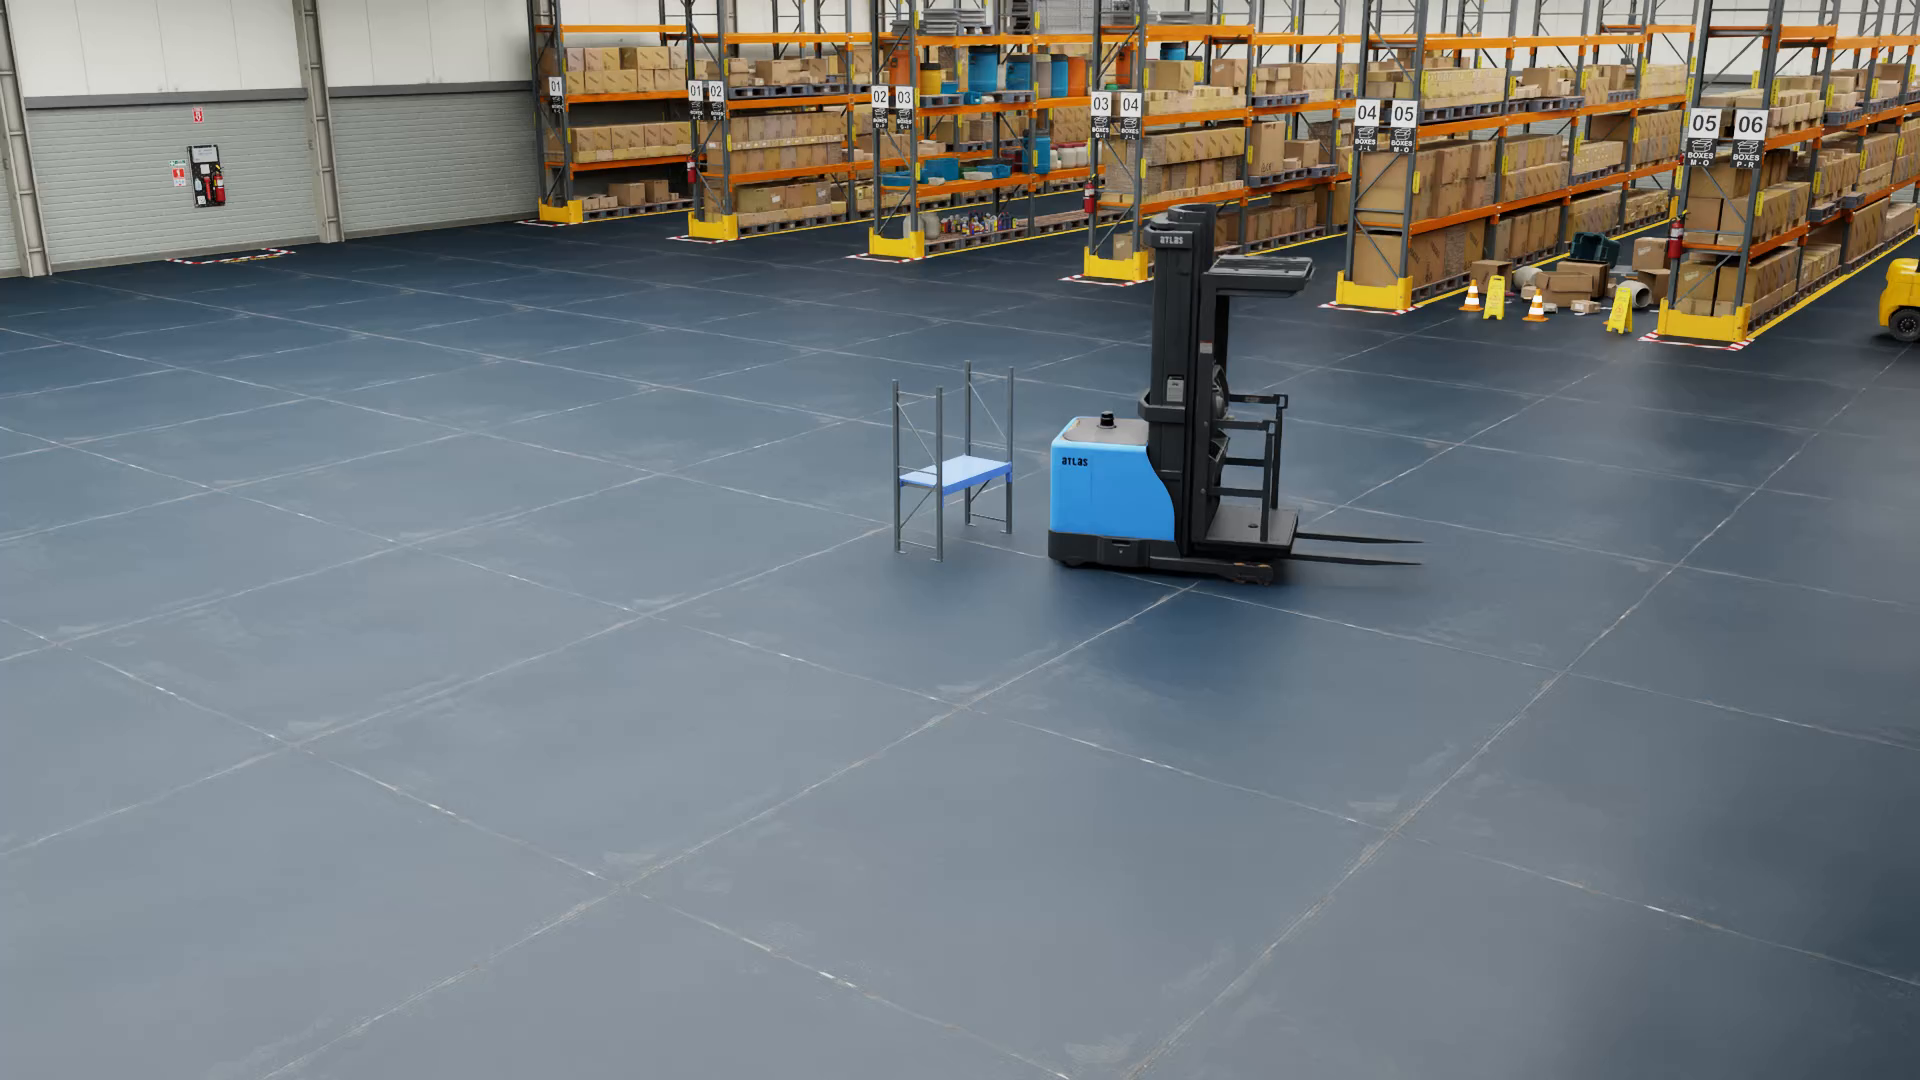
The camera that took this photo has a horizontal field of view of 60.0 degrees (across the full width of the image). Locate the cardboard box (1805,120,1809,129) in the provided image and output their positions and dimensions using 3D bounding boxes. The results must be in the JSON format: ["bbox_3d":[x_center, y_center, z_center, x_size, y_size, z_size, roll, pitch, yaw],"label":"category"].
[{"bbox_3d":[12.777,-6.392,25.487,0.380,0.149,0.250,13,21,35],"label":"cardboard box"}]

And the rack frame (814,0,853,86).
[{"bbox_3d":[-2.838,-11.686,37.053,1.000,3.000,0.127,12,21,35],"label":"rack frame"}]

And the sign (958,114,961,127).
[{"bbox_3d":[-0.007,-10.229,40.525,0.100,0.325,0.005,12,21,35],"label":"sign"}]

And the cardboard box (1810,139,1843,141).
[{"bbox_3d":[15.855,-7.089,30.512,0.500,0.500,0.500,13,21,36],"label":"cardboard box"}]

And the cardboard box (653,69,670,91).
[{"bbox_3d":[-7.232,-10.903,39.387,0.500,0.500,0.500,10,20,30],"label":"cardboard box"}]

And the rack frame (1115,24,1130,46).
[{"bbox_3d":[4.312,-14.544,46.256,1.000,3.000,0.127,12,21,35],"label":"rack frame"}]

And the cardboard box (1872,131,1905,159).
[{"bbox_3d":[18.320,-7.819,32.863,0.500,0.500,0.500,13,21,35],"label":"cardboard box"}]

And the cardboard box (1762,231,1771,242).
[{"bbox_3d":[11.610,-4.454,24.303,0.380,0.149,0.250,13,21,36],"label":"cardboard box"}]

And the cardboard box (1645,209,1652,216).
[{"bbox_3d":[15.327,-7.382,37.410,0.380,0.149,0.250,13,21,36],"label":"cardboard box"}]

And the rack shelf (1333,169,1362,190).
[{"bbox_3d":[8.691,-8.155,37.011,1.077,0.370,4.000,12,21,35],"label":"rack shelf"}]

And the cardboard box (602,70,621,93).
[{"bbox_3d":[-8.147,-10.514,38.134,0.500,0.500,0.500,14,22,37],"label":"cardboard box"}]

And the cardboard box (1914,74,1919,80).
[{"bbox_3d":[20.029,-9.662,34.971,0.500,0.250,0.500,10,20,30],"label":"cardboard box"}]

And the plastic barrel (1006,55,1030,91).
[{"bbox_3d":[1.267,-9.776,35.115,0.600,0.901,0.708,12,21,35],"label":"plastic barrel"}]

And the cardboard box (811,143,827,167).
[{"bbox_3d":[-3.406,-8.635,37.175,0.700,0.500,0.500,12,21,34],"label":"cardboard box"}]

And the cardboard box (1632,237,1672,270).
[{"bbox_3d":[11.627,-4.793,27.912,0.500,0.500,0.500,12,21,35],"label":"cardboard box"}]

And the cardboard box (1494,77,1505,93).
[{"bbox_3d":[8.952,-7.757,28.335,0.500,0.250,0.500,12,21,34],"label":"cardboard box"}]

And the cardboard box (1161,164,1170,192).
[{"bbox_3d":[3.284,-6.573,30.034,0.875,0.500,0.500,12,21,35],"label":"cardboard box"}]

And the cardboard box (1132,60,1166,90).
[{"bbox_3d":[3.453,-8.391,29.989,0.500,0.500,0.500,12,21,35],"label":"cardboard box"}]

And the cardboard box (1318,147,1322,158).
[{"bbox_3d":[7.594,-8.231,35.875,0.500,0.500,0.500,13,22,36],"label":"cardboard box"}]

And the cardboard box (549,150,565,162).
[{"bbox_3d":[-9.079,-8.826,38.178,0.500,0.250,0.500,13,21,35],"label":"cardboard box"}]

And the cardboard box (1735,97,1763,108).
[{"bbox_3d":[11.067,-6.107,23.226,0.380,0.149,0.250,12,21,34],"label":"cardboard box"}]

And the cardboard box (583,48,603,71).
[{"bbox_3d":[-8.438,-10.869,37.593,0.500,0.500,0.500,12,21,34],"label":"cardboard box"}]

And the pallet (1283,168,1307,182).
[{"bbox_3d":[6.353,-7.452,33.857,1.003,0.211,1.213,12,21,35],"label":"pallet"}]

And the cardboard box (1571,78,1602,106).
[{"bbox_3d":[12.268,-8.811,32.685,0.500,0.500,0.500,12,21,35],"label":"cardboard box"}]

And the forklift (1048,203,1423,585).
[{"bbox_3d":[2.310,-1.209,13.548,3.031,2.935,1.130,5,18,14],"label":"forklift"}]

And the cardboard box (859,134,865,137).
[{"bbox_3d":[-2.818,-11.065,45.559,0.380,0.149,0.250,12,21,33],"label":"cardboard box"}]

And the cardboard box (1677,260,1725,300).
[{"bbox_3d":[10.959,-3.848,24.593,0.500,0.500,0.500,13,21,35],"label":"cardboard box"}]

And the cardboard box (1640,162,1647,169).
[{"bbox_3d":[14.818,-8.223,36.443,0.380,0.149,0.250,13,21,36],"label":"cardboard box"}]

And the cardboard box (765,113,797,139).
[{"bbox_3d":[-3.994,-9.023,36.236,0.700,0.500,0.500,12,21,35],"label":"cardboard box"}]

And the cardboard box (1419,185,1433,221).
[{"bbox_3d":[7.151,-5.519,27.057,0.875,0.550,0.550,12,21,35],"label":"cardboard box"}]

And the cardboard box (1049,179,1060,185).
[{"bbox_3d":[2.353,-9.714,44.610,0.500,0.311,0.500,12,21,35],"label":"cardboard box"}]

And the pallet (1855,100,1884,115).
[{"bbox_3d":[15.799,-7.776,29.838,1.213,0.211,1.003,14,22,37],"label":"pallet"}]

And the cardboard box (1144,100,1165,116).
[{"bbox_3d":[3.227,-7.546,29.034,0.500,0.250,0.500,13,22,36],"label":"cardboard box"}]

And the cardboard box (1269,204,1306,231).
[{"bbox_3d":[6.796,-6.741,34.718,0.700,0.500,0.500,10,20,30],"label":"cardboard box"}]

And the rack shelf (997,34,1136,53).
[{"bbox_3d":[2.330,-10.751,35.931,1.077,0.370,4.000,12,21,35],"label":"rack shelf"}]

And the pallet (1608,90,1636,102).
[{"bbox_3d":[13.352,-9.289,34.709,1.213,0.211,1.003,12,21,35],"label":"pallet"}]

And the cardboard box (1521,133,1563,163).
[{"bbox_3d":[11.147,-7.542,31.969,0.700,0.500,0.500,12,21,34],"label":"cardboard box"}]

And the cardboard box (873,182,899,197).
[{"bbox_3d":[-1.782,-8.272,39.158,0.500,0.311,0.500,12,21,33],"label":"cardboard box"}]

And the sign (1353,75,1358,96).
[{"bbox_3d":[6.228,-7.133,26.090,0.100,0.325,0.005,12,21,35],"label":"sign"}]

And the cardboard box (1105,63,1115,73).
[{"bbox_3d":[3.913,-12.992,45.726,0.500,0.250,0.500,12,21,35],"label":"cardboard box"}]

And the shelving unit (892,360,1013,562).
[{"bbox_3d":[-0.051,-0.696,14.308,0.538,1.500,1.048,12,21,35],"label":"shelving unit"}]

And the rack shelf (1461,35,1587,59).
[{"bbox_3d":[10.231,-8.976,30.213,1.077,0.370,4.000,12,21,35],"label":"rack shelf"}]

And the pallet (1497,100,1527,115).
[{"bbox_3d":[9.546,-7.737,29.717,0.805,0.209,1.217,11,21,33],"label":"pallet"}]

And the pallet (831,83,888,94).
[{"bbox_3d":[-2.323,-10.374,38.210,0.805,0.209,1.217,11,21,33],"label":"pallet"}]

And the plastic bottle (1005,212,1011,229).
[{"bbox_3d":[0.986,-6.685,34.790,0.144,0.351,0.185,12,21,33],"label":"plastic bottle"}]

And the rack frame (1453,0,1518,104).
[{"bbox_3d":[9.039,-9.034,28.513,1.000,3.000,0.127,12,21,35],"label":"rack frame"}]

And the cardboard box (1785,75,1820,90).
[{"bbox_3d":[13.908,-7.526,27.417,0.500,0.250,0.500,13,21,36],"label":"cardboard box"}]

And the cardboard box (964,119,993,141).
[{"bbox_3d":[0.529,-10.376,42.073,0.500,0.500,0.700,-15,23,-40],"label":"cardboard box"}]

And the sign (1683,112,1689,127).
[{"bbox_3d":[16.623,-9.628,38.057,0.100,0.325,0.005,12,21,35],"label":"sign"}]

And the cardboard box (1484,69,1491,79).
[{"bbox_3d":[8.627,-7.788,27.760,0.380,0.149,0.250,13,21,36],"label":"cardboard box"}]

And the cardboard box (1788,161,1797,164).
[{"bbox_3d":[13.460,-5.977,27.408,0.500,0.500,0.500,13,21,35],"label":"cardboard box"}]

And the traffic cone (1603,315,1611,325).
[{"bbox_3d":[9.911,-3.484,25.036,0.336,0.463,0.334,12,21,35],"label":"traffic cone"}]

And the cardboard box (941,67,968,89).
[{"bbox_3d":[-0.222,-11.363,40.904,0.910,0.500,0.500,12,21,35],"label":"cardboard box"}]

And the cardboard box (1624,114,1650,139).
[{"bbox_3d":[14.567,-8.932,35.945,0.500,0.500,0.500,12,21,33],"label":"cardboard box"}]

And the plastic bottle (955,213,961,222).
[{"bbox_3d":[-0.042,-6.624,34.595,0.144,0.351,0.185,12,21,34],"label":"plastic bottle"}]

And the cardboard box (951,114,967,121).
[{"bbox_3d":[-0.389,-12.398,48.956,0.980,0.700,0.700,12,21,34],"label":"cardboard box"}]
